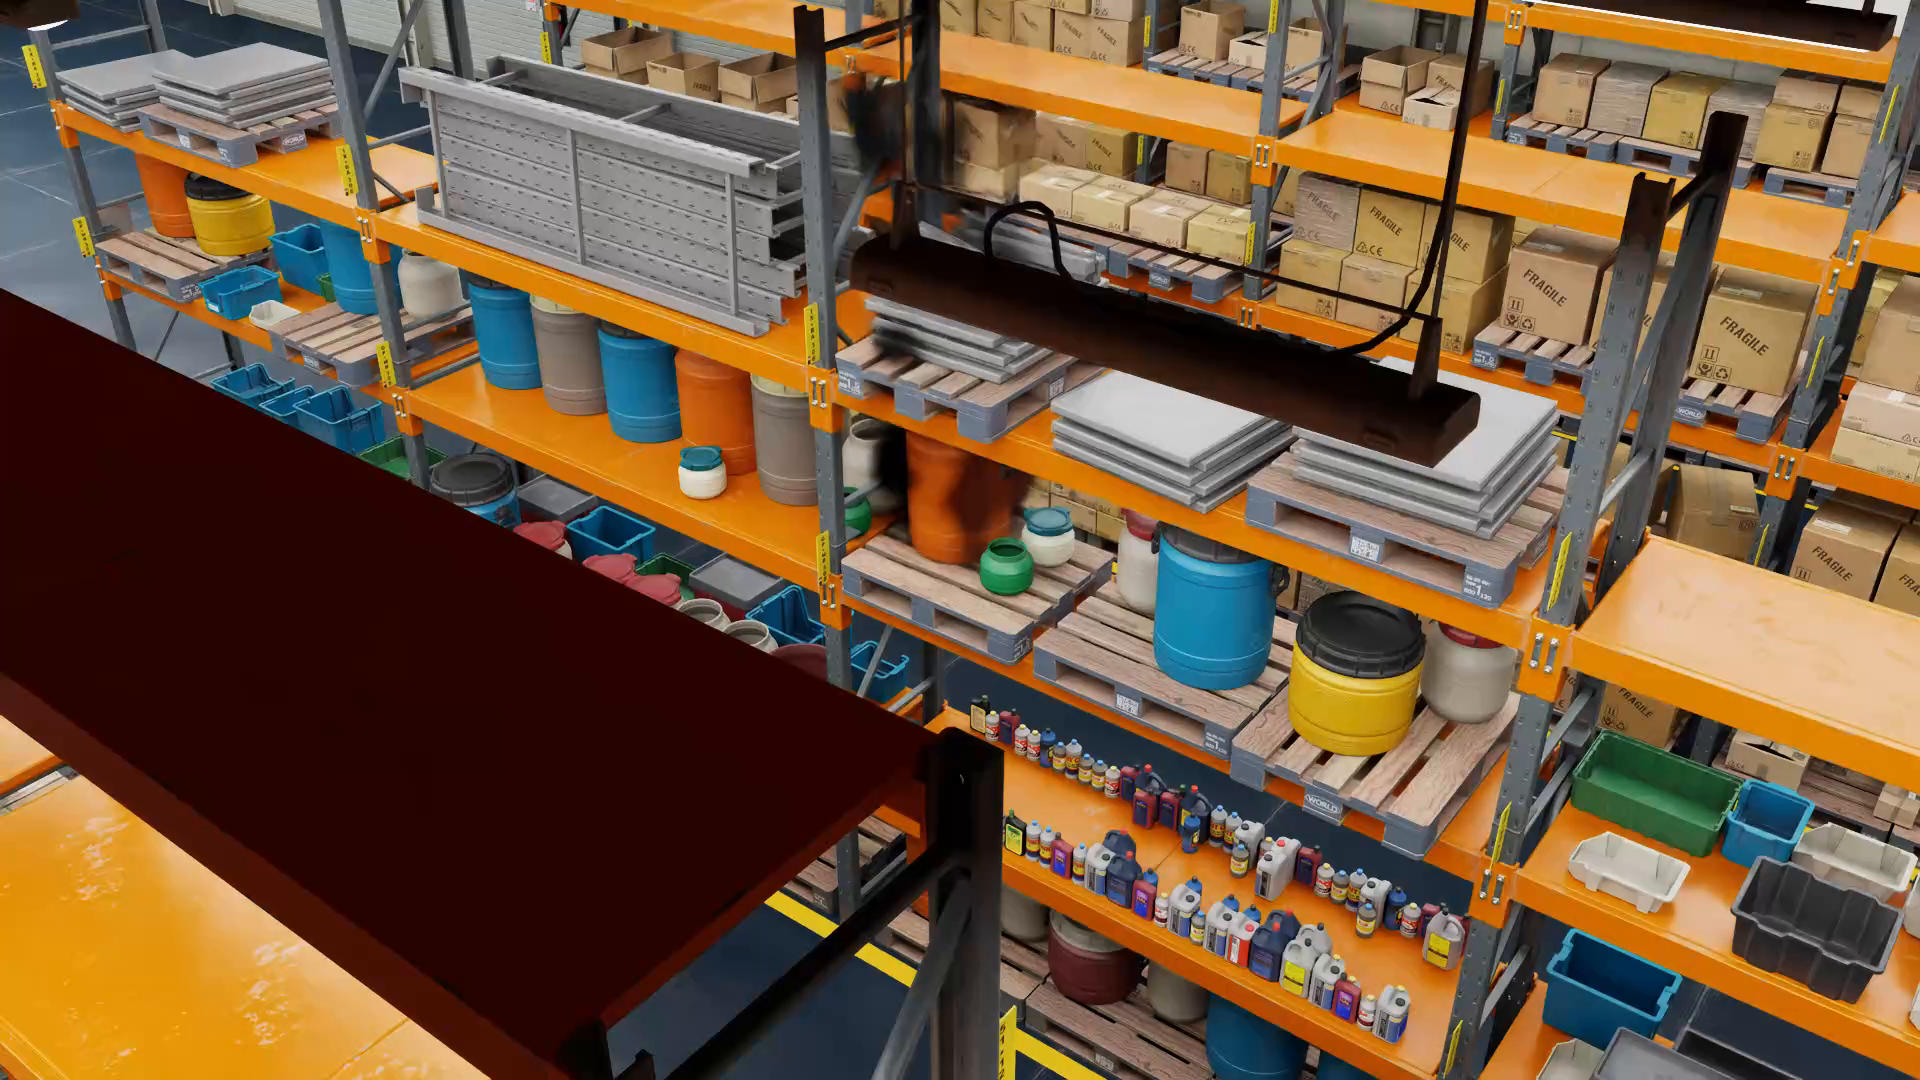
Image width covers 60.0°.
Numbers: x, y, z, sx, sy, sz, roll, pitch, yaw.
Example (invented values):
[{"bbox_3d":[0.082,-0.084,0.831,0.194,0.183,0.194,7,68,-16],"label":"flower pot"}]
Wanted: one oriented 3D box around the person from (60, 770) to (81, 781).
[{"bbox_3d":[-5.349,2.079,10.315,0.562,1.620,0.577,18,36,27],"label":"person"}]
